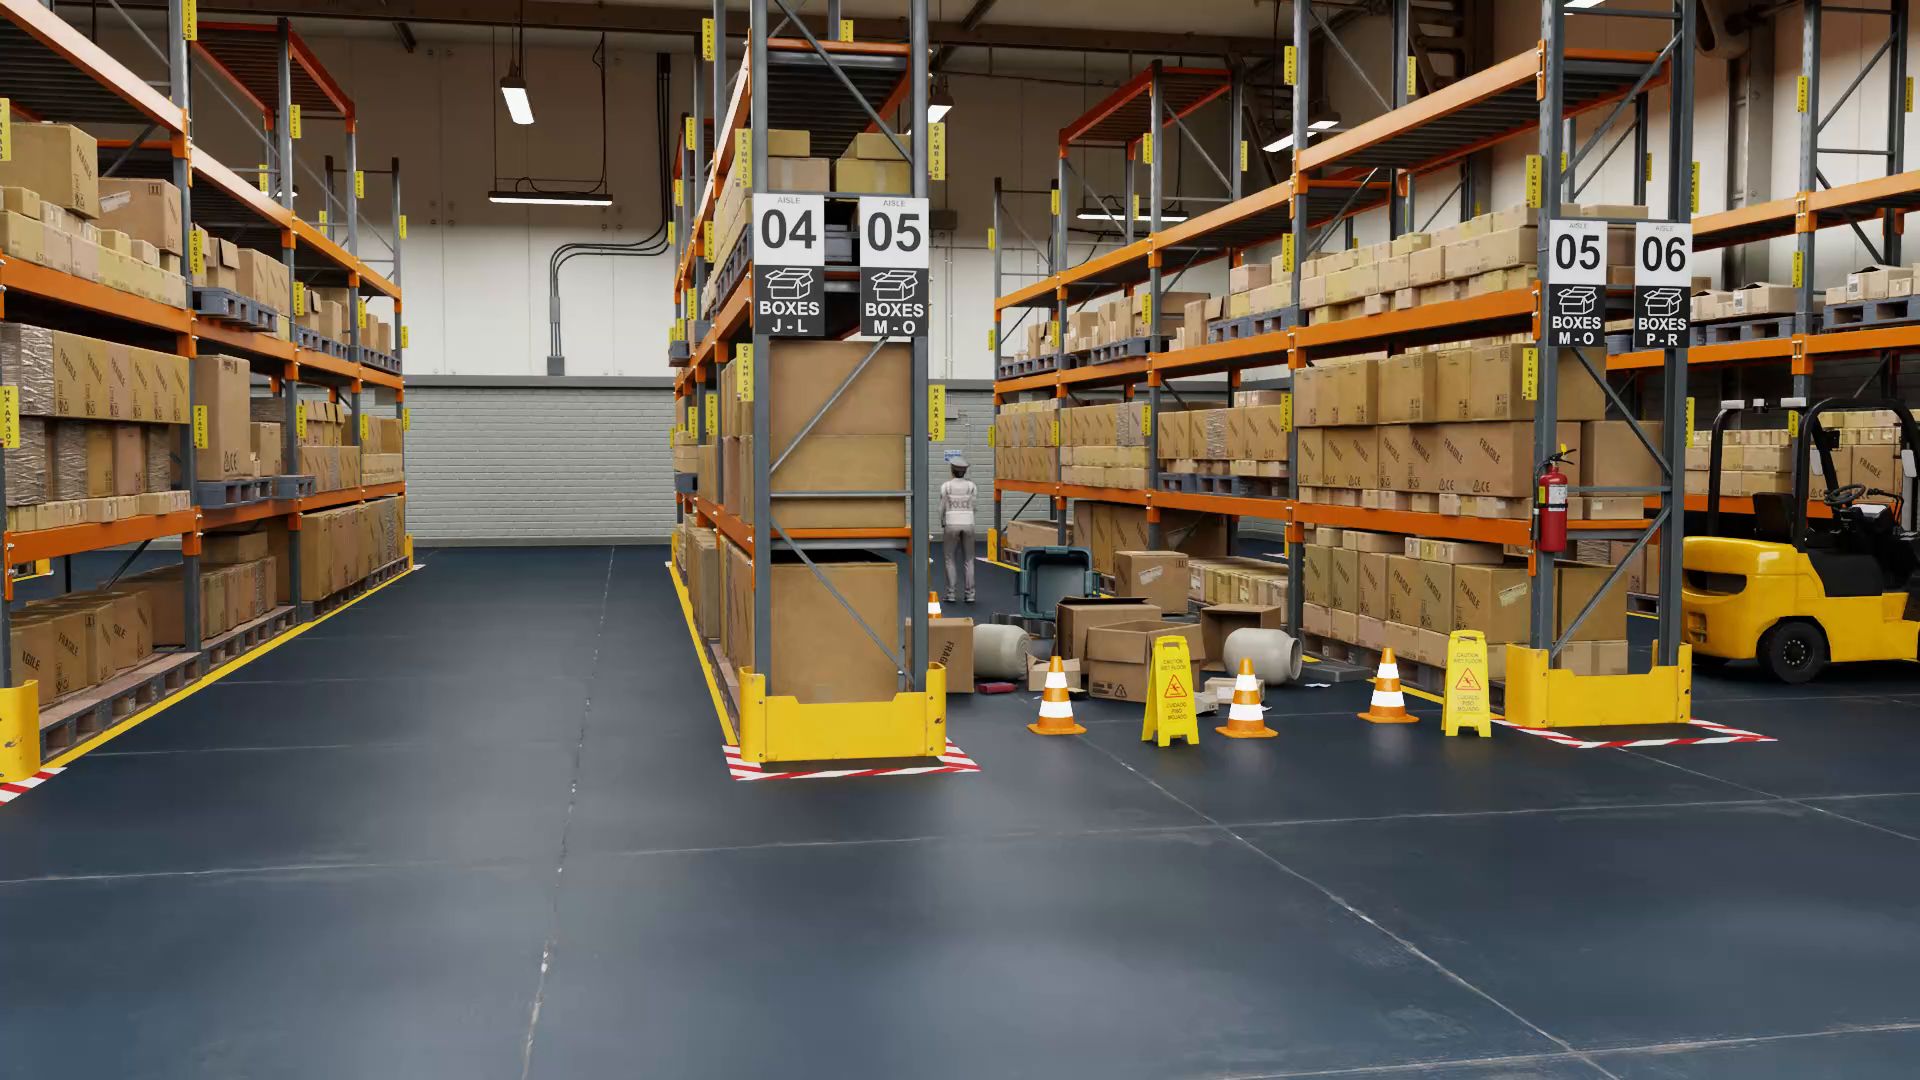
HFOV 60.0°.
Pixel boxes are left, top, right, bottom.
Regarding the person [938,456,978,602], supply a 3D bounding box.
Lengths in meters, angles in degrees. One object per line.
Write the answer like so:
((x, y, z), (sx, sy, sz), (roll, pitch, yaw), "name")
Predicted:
((-0.023, -0.126, 19.257), (0.460, 1.689, 0.540), (-1, 3, -11), "person")
